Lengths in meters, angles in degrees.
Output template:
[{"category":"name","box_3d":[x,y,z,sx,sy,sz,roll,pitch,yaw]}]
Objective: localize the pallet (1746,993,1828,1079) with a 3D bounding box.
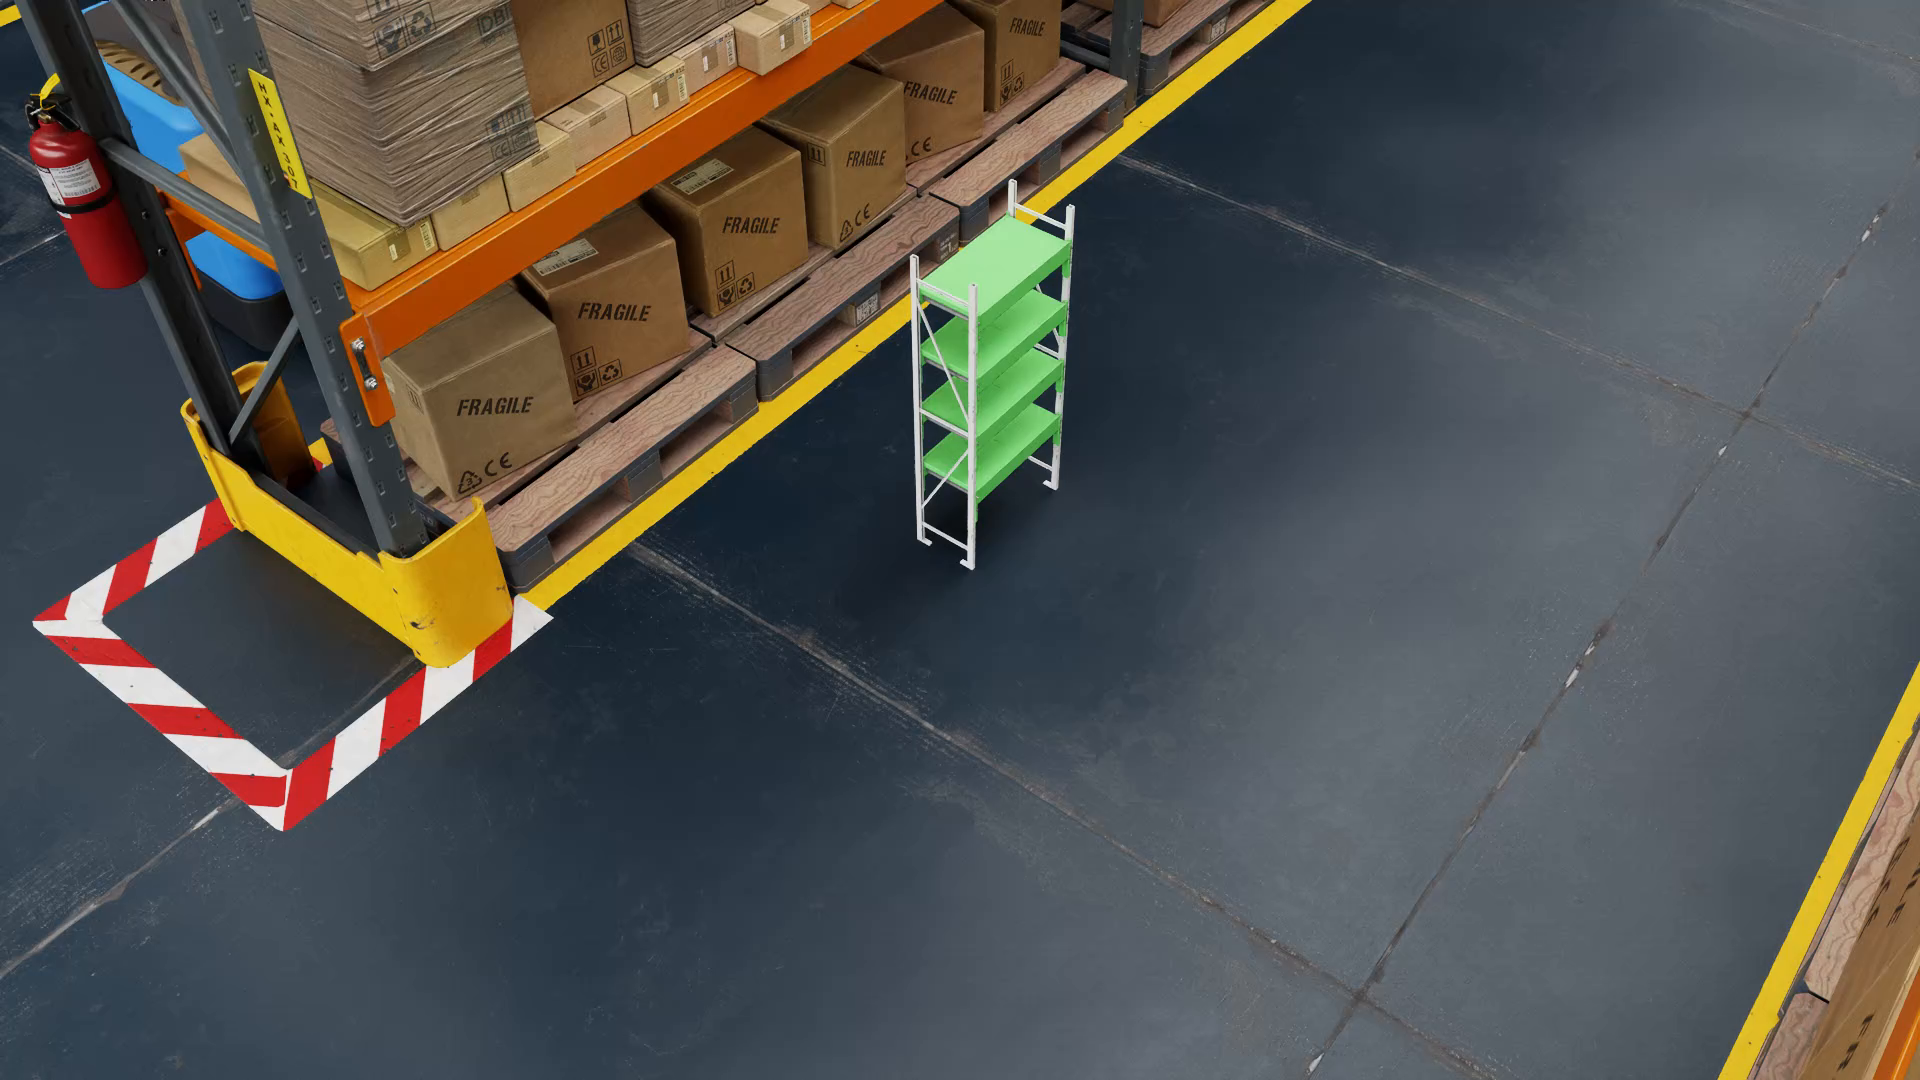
[{"category":"pallet","box_3d":[2.221,1.804,3.880,1.003,0.211,1.213,29,53,25]}]

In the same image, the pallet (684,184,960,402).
[{"category":"pallet","box_3d":[-0.752,-1.142,6.695,1.003,0.211,1.213,29,53,25]}]

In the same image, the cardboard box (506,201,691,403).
[{"category":"cardboard box","box_3d":[-1.336,-0.906,5.979,0.500,0.500,0.500,-29,53,-25]}]

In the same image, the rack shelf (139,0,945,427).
[{"category":"rack shelf","box_3d":[-0.846,-1.813,5.905,1.077,0.370,4.000,29,53,25]}]

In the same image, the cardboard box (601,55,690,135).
[{"category":"cardboard box","box_3d":[-1.079,-1.451,5.236,0.380,0.149,0.250,29,53,25]}]

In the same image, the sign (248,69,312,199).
[{"category":"sign","box_3d":[-1.640,-0.977,4.010,0.100,0.325,0.005,29,53,25]}]

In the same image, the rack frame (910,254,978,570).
[{"category":"rack frame","box_3d":[-0.048,-0.370,5.273,0.240,1.200,0.015,29,53,25]}]

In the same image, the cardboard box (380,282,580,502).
[{"category":"cardboard box","box_3d":[-1.674,-0.549,5.638,0.500,0.500,0.500,-33,54,-27]}]

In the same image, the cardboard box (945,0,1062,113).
[{"category":"cardboard box","box_3d":[0.100,-2.277,7.289,0.500,0.500,0.500,28,52,24]}]

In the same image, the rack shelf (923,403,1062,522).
[{"category":"rack shelf","box_3d":[0.101,-0.299,5.626,0.258,0.148,0.480,29,53,25]}]

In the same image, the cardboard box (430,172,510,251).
[{"category":"cardboard box","box_3d":[-1.538,-1.023,4.826,0.380,0.149,0.250,29,53,25]}]

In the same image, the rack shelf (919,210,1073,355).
[{"category":"rack shelf","box_3d":[0.101,-0.797,5.106,0.258,0.148,0.480,29,53,25]}]

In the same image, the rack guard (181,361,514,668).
[{"category":"rack guard","box_3d":[-2.023,-0.097,5.497,1.175,0.500,0.348,29,53,25]}]

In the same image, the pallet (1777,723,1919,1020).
[{"category":"pallet","box_3d":[2.967,1.109,4.544,1.003,0.211,1.213,29,53,25]}]

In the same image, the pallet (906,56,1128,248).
[{"category":"pallet","box_3d":[-0.006,-1.843,7.365,1.003,0.211,1.213,29,53,25]}]

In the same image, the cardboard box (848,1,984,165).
[{"category":"cardboard box","box_3d":[-0.244,-1.945,6.972,0.500,0.500,0.500,-26,52,-23]}]

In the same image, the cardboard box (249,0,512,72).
[{"category":"cardboard box","box_3d":[-1.517,-1.594,4.232,0.500,0.500,0.500,29,53,25]}]

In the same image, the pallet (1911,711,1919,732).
[{"category":"pallet","box_3d":[3.713,0.408,5.214,1.003,0.211,1.213,29,53,25]}]

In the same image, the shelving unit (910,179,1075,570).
[{"category":"shelving unit","box_3d":[0.101,-0.509,5.407,0.258,1.200,0.503,29,53,25]}]

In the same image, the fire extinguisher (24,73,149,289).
[{"category":"fire extinguisher","box_3d":[-2.504,-1.029,4.712,0.296,0.674,0.183,29,53,25]}]

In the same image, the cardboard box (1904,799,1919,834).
[{"category":"cardboard box","box_3d":[3.252,0.480,4.396,0.875,0.875,0.875,30,53,25]}]

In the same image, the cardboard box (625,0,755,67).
[{"category":"cardboard box","box_3d":[-1.160,-1.963,5.276,0.875,0.500,0.500,29,53,25]}]

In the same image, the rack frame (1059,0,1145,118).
[{"category":"rack frame","box_3d":[0.377,-3.206,6.738,1.000,3.000,0.127,29,53,25]}]

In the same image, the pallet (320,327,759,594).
[{"category":"pallet","box_3d":[-1.498,-0.447,6.031,1.003,0.211,1.213,29,53,25]}]

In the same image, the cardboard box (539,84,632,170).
[{"category":"cardboard box","box_3d":[-1.237,-1.311,5.102,0.380,0.149,0.250,29,53,25]}]

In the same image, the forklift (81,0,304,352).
[{"category":"forklift","box_3d":[-2.042,-2.730,6.331,1.130,2.935,3.031,31,54,26]}]

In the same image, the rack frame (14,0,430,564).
[{"category":"rack frame","box_3d":[-2.069,-0.917,4.552,1.000,3.000,0.127,29,53,25]}]

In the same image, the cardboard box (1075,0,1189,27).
[{"category":"cardboard box","box_3d":[0.769,-2.836,7.810,0.700,0.500,0.500,25,51,22]}]

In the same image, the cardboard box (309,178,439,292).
[{"category":"cardboard box","box_3d":[-1.706,-0.888,4.698,0.380,0.149,0.250,29,53,25]}]

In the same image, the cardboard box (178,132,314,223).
[{"category":"cardboard box","box_3d":[-2.058,-1.085,4.886,0.380,0.149,0.250,29,53,25]}]

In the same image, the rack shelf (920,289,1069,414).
[{"category":"rack shelf","box_3d":[0.101,-0.631,5.279,0.258,0.148,0.480,29,53,25]}]

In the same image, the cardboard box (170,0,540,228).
[{"category":"cardboard box","box_3d":[-1.711,-1.357,4.697,0.875,0.500,0.500,29,53,25]}]

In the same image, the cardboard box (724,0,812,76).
[{"category":"cardboard box","box_3d":[-0.712,-1.704,5.477,0.380,0.149,0.250,29,53,25]}]

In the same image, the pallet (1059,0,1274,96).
[{"category":"pallet","box_3d":[0.851,-2.689,8.173,1.003,0.211,1.213,29,53,25]}]

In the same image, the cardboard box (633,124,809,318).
[{"category":"cardboard box","box_3d":[-0.938,-1.256,6.314,0.500,0.500,0.500,34,55,28]}]

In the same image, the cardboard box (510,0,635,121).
[{"category":"cardboard box","box_3d":[-1.500,-1.696,5.021,0.875,0.500,0.500,29,53,25]}]

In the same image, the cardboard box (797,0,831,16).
[{"category":"cardboard box","box_3d":[-0.664,-1.905,5.669,0.380,0.149,0.250,29,53,25]}]

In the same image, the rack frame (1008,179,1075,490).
[{"category":"rack frame","box_3d":[0.250,-0.649,5.540,0.240,1.200,0.015,29,53,25]}]

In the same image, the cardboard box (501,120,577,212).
[{"category":"cardboard box","box_3d":[-1.373,-1.159,4.957,0.380,0.149,0.250,29,53,25]}]

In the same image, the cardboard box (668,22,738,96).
[{"category":"cardboard box","box_3d":[-0.947,-1.606,5.384,0.380,0.149,0.250,29,53,25]}]

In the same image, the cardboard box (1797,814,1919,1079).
[{"category":"cardboard box","box_3d":[2.693,1.001,3.899,0.875,0.875,0.875,28,53,24]}]

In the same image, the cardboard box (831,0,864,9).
[{"category":"cardboard box","box_3d":[-0.451,-2.015,5.774,0.380,0.149,0.250,29,53,25]}]

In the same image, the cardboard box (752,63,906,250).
[{"category":"cardboard box","box_3d":[-0.561,-1.555,6.600,0.500,0.500,0.500,25,51,22]}]

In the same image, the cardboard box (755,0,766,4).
[{"category":"cardboard box","box_3d":[-0.845,-2.244,5.545,0.875,0.500,0.500,29,53,25]}]

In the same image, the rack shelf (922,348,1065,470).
[{"category":"rack shelf","box_3d":[0.101,-0.465,5.453,0.258,0.148,0.480,29,53,25]}]
